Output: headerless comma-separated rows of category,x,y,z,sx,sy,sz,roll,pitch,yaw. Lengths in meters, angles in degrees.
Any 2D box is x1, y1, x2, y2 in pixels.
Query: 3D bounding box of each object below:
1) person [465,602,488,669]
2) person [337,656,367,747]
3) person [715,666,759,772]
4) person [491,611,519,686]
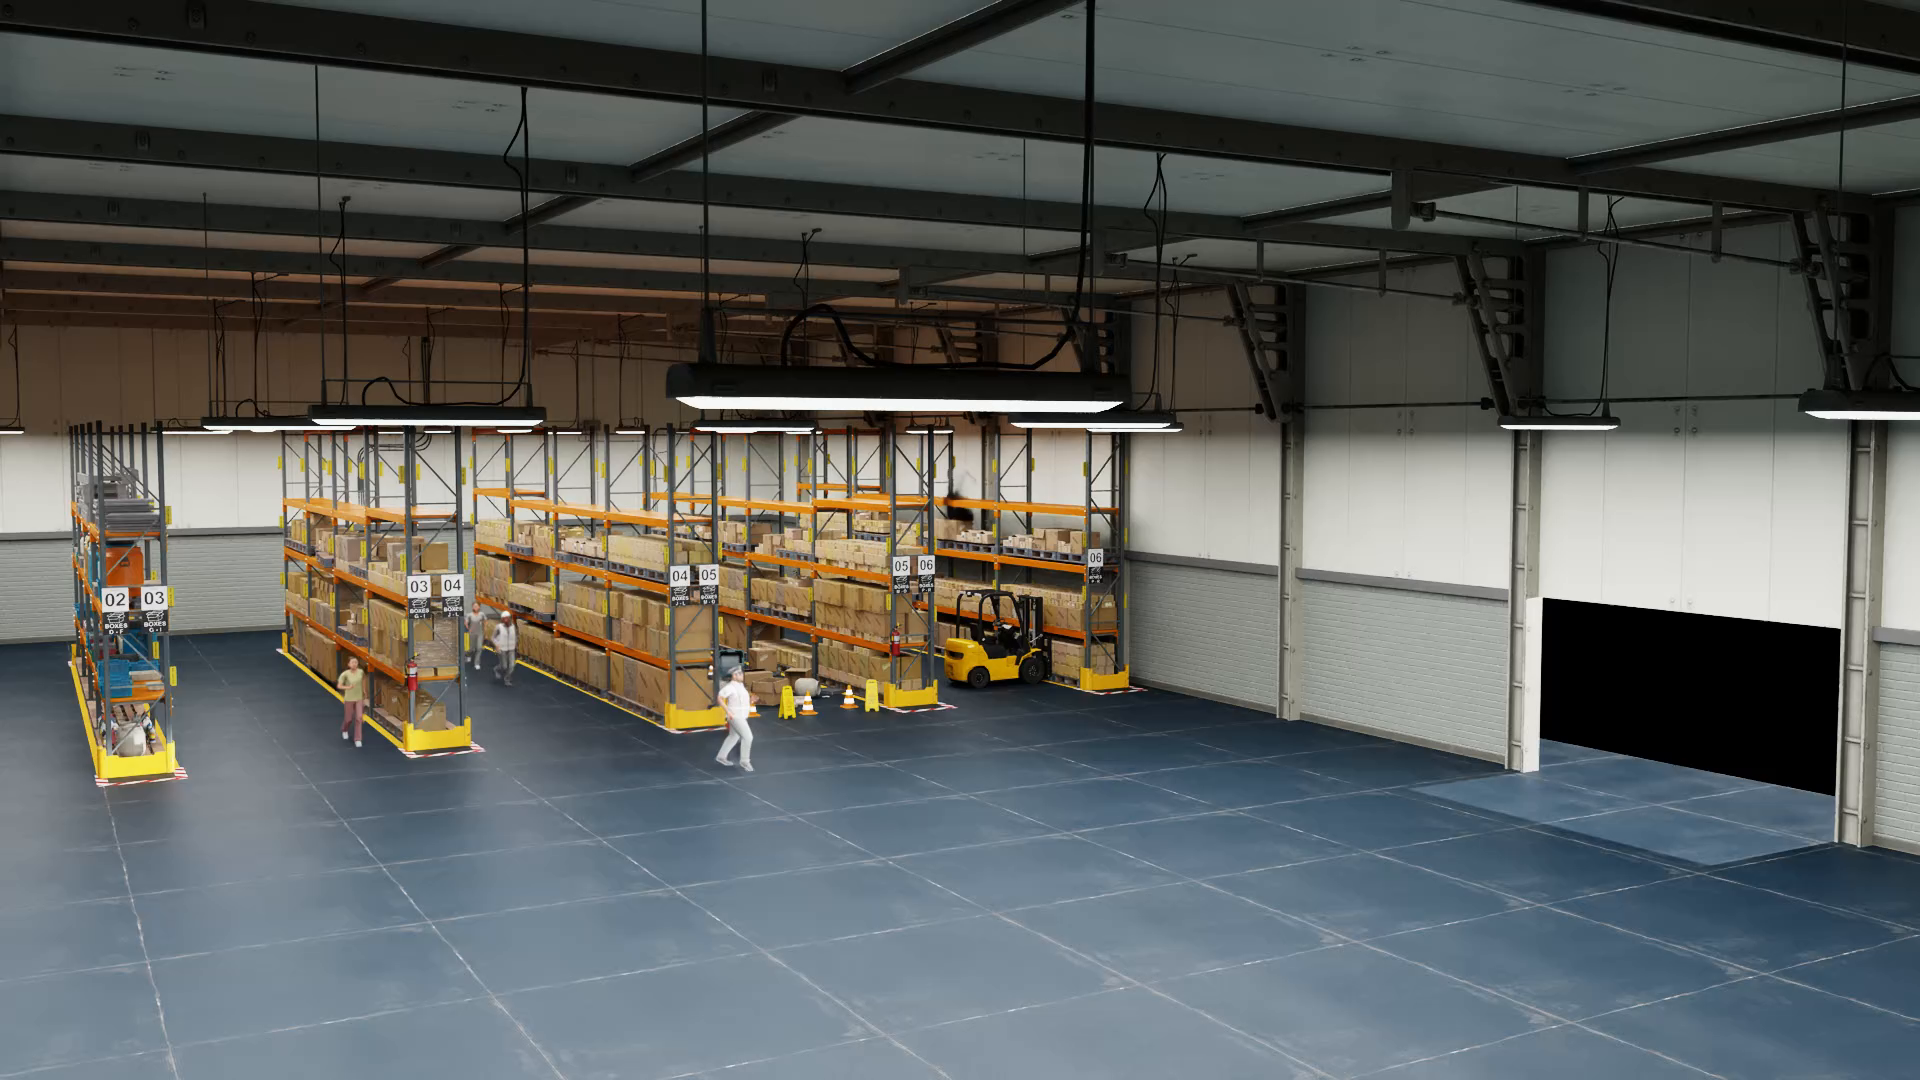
person,-12.033,2.359,41.381,0.572,1.653,0.734,-2,4,-27
person,-11.259,2.967,30.828,0.577,1.650,0.922,-3,4,-36
person,-3.839,3.075,28.582,0.800,1.851,0.637,0,4,4
person,-10.504,2.498,38.372,0.650,1.727,0.636,-3,4,-36
